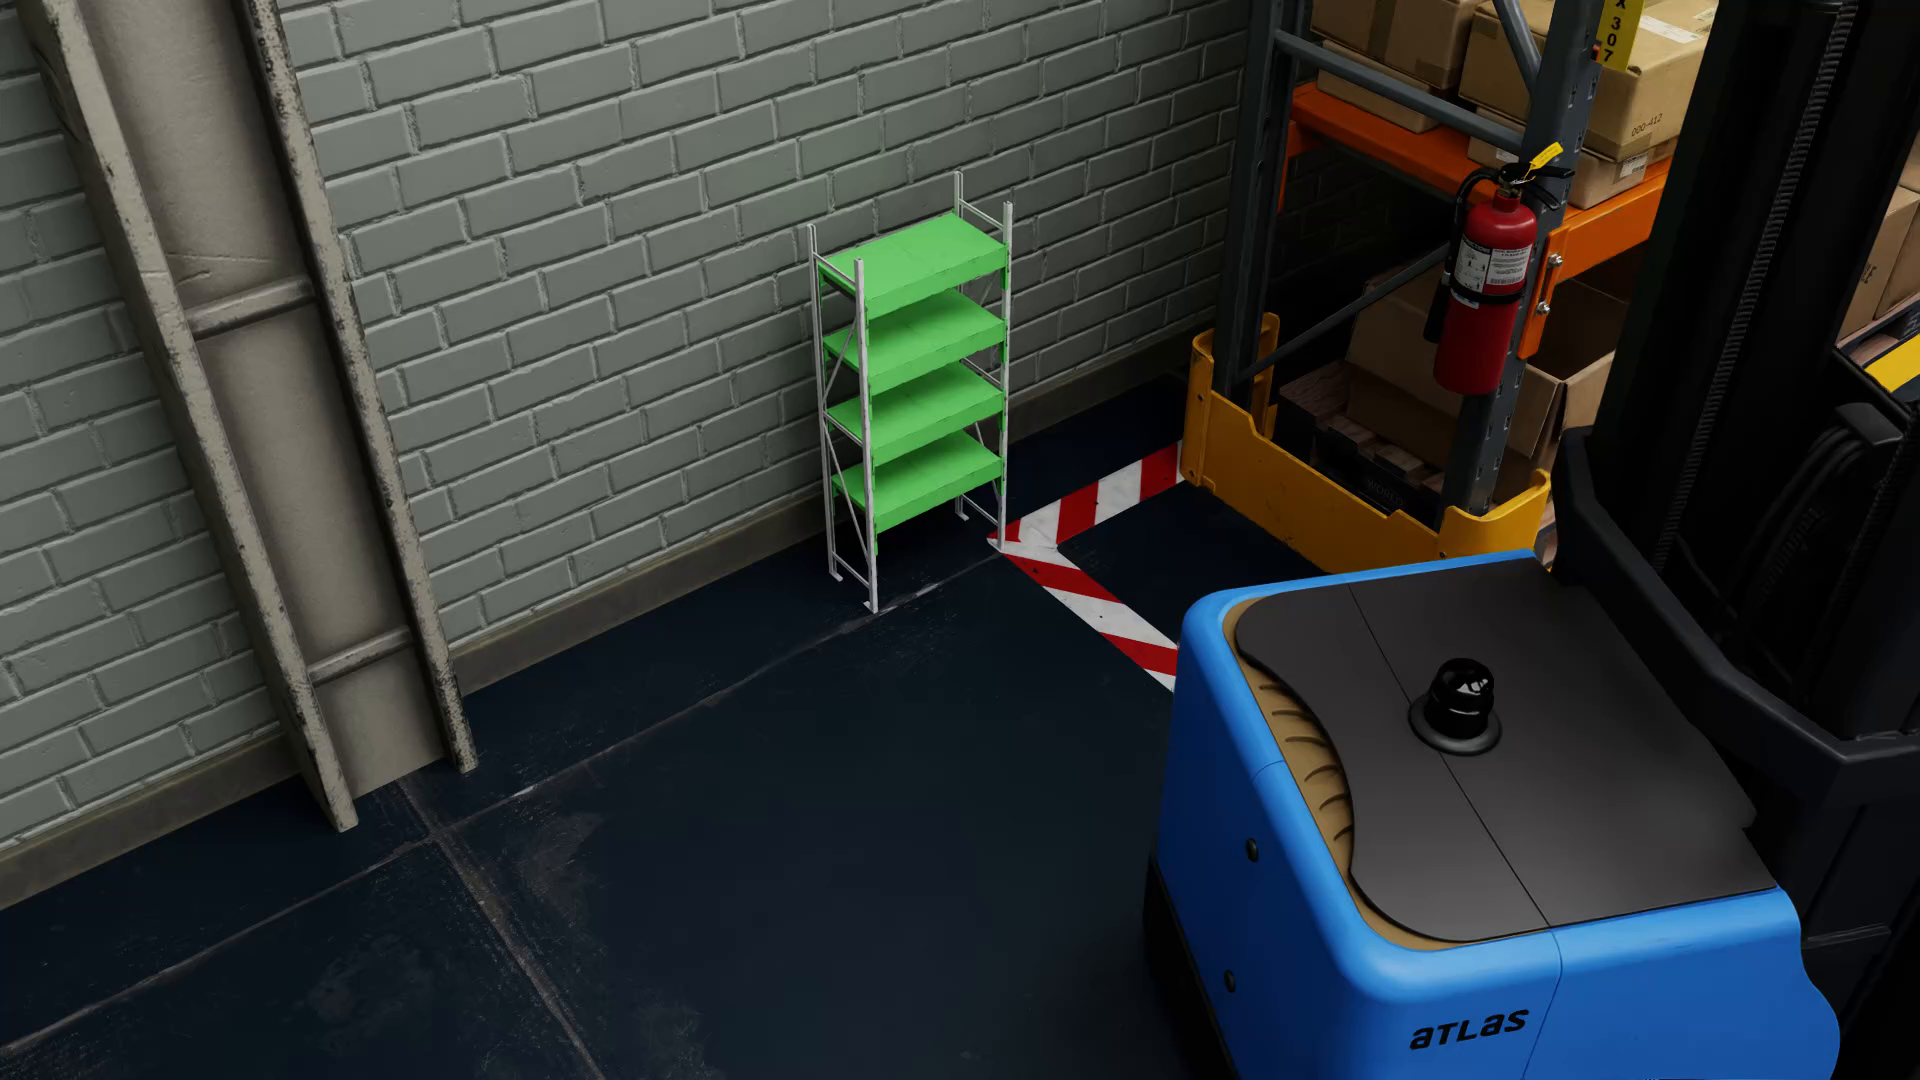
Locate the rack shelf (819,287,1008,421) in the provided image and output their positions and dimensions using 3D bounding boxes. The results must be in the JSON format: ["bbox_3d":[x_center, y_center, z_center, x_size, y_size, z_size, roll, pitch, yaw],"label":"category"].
[{"bbox_3d":[-0.131,-0.536,4.680,0.480,0.148,0.258,-26,46,-28],"label":"rack shelf"}]

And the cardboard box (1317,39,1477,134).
[{"bbox_3d":[1.235,-1.305,4.674,0.250,0.149,0.380,-27,46,-29],"label":"cardboard box"}]

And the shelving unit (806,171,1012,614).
[{"bbox_3d":[-0.131,-0.400,4.791,0.503,1.200,0.258,-26,46,-28],"label":"shelving unit"}]

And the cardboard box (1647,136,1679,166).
[{"bbox_3d":[1.737,-1.153,4.489,0.250,0.149,0.380,-25,45,-27],"label":"cardboard box"}]

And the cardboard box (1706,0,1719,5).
[{"bbox_3d":[2.059,-1.431,4.513,0.500,0.250,0.500,-25,46,-28],"label":"cardboard box"}]

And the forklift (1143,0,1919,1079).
[{"bbox_3d":[2.012,-0.082,3.039,3.031,2.935,1.130,-7,40,-9],"label":"forklift"}]

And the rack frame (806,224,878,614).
[{"bbox_3d":[-0.325,-0.306,4.676,0.015,1.200,0.240,-26,46,-28],"label":"rack frame"}]

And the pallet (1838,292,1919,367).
[{"bbox_3d":[2.794,-0.868,6.142,1.213,0.211,1.003,-26,46,-28],"label":"pallet"}]

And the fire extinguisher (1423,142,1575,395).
[{"bbox_3d":[1.300,-0.676,4.064,0.183,0.674,0.296,-26,46,-28],"label":"fire extinguisher"}]

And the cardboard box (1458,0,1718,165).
[{"bbox_3d":[1.659,-1.236,4.276,0.500,0.250,0.500,-26,46,-28],"label":"cardboard box"}]

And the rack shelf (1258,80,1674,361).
[{"bbox_3d":[2.721,-1.634,5.444,4.000,0.370,1.077,-26,46,-28],"label":"rack shelf"}]

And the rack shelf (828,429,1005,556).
[{"bbox_3d":[-0.131,-0.165,4.984,0.480,0.148,0.258,-26,46,-28],"label":"rack shelf"}]

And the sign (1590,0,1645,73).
[{"bbox_3d":[1.466,-1.201,3.667,0.005,0.325,0.100,-26,46,-28],"label":"sign"}]

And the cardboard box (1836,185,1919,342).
[{"bbox_3d":[2.860,-0.989,5.730,0.500,0.500,0.500,-25,46,-27],"label":"cardboard box"}]

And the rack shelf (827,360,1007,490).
[{"bbox_3d":[-0.131,-0.351,4.832,0.480,0.148,0.258,-26,46,-28],"label":"rack shelf"}]

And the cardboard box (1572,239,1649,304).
[{"bbox_3d":[2.380,-0.835,5.543,0.500,0.500,0.700,-24,45,-26],"label":"cardboard box"}]

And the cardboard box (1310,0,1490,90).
[{"bbox_3d":[1.338,-1.508,4.607,0.500,0.250,0.500,-25,45,-27],"label":"cardboard box"}]

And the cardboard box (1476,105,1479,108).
[{"bbox_3d":[1.473,-1.373,4.756,0.250,0.149,0.380,-25,45,-27],"label":"cardboard box"}]

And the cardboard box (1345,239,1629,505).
[{"bbox_3d":[1.678,-0.525,5.163,0.637,0.503,0.797,-28,47,-30],"label":"cardboard box"}]

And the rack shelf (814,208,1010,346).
[{"bbox_3d":[-0.131,-0.722,4.527,0.480,0.148,0.258,-26,46,-28],"label":"rack shelf"}]

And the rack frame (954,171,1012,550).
[{"bbox_3d":[0.062,-0.494,4.906,0.015,1.200,0.240,-26,46,-28],"label":"rack frame"}]

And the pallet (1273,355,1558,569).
[{"bbox_3d":[1.827,-0.399,5.570,1.213,0.211,1.003,-26,46,-28],"label":"pallet"}]

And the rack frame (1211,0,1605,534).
[{"bbox_3d":[1.135,-1.139,4.274,0.127,3.000,1.000,-26,46,-28],"label":"rack frame"}]

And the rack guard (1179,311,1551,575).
[{"bbox_3d":[1.196,-0.202,5.103,0.348,0.500,1.175,-26,46,-28],"label":"rack guard"}]

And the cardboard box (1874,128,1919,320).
[{"bbox_3d":[3.203,-1.236,6.032,0.500,0.500,0.700,-28,47,-30],"label":"cardboard box"}]

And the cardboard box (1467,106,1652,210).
[{"bbox_3d":[1.563,-1.031,4.340,0.250,0.149,0.380,-26,46,-28],"label":"cardboard box"}]
